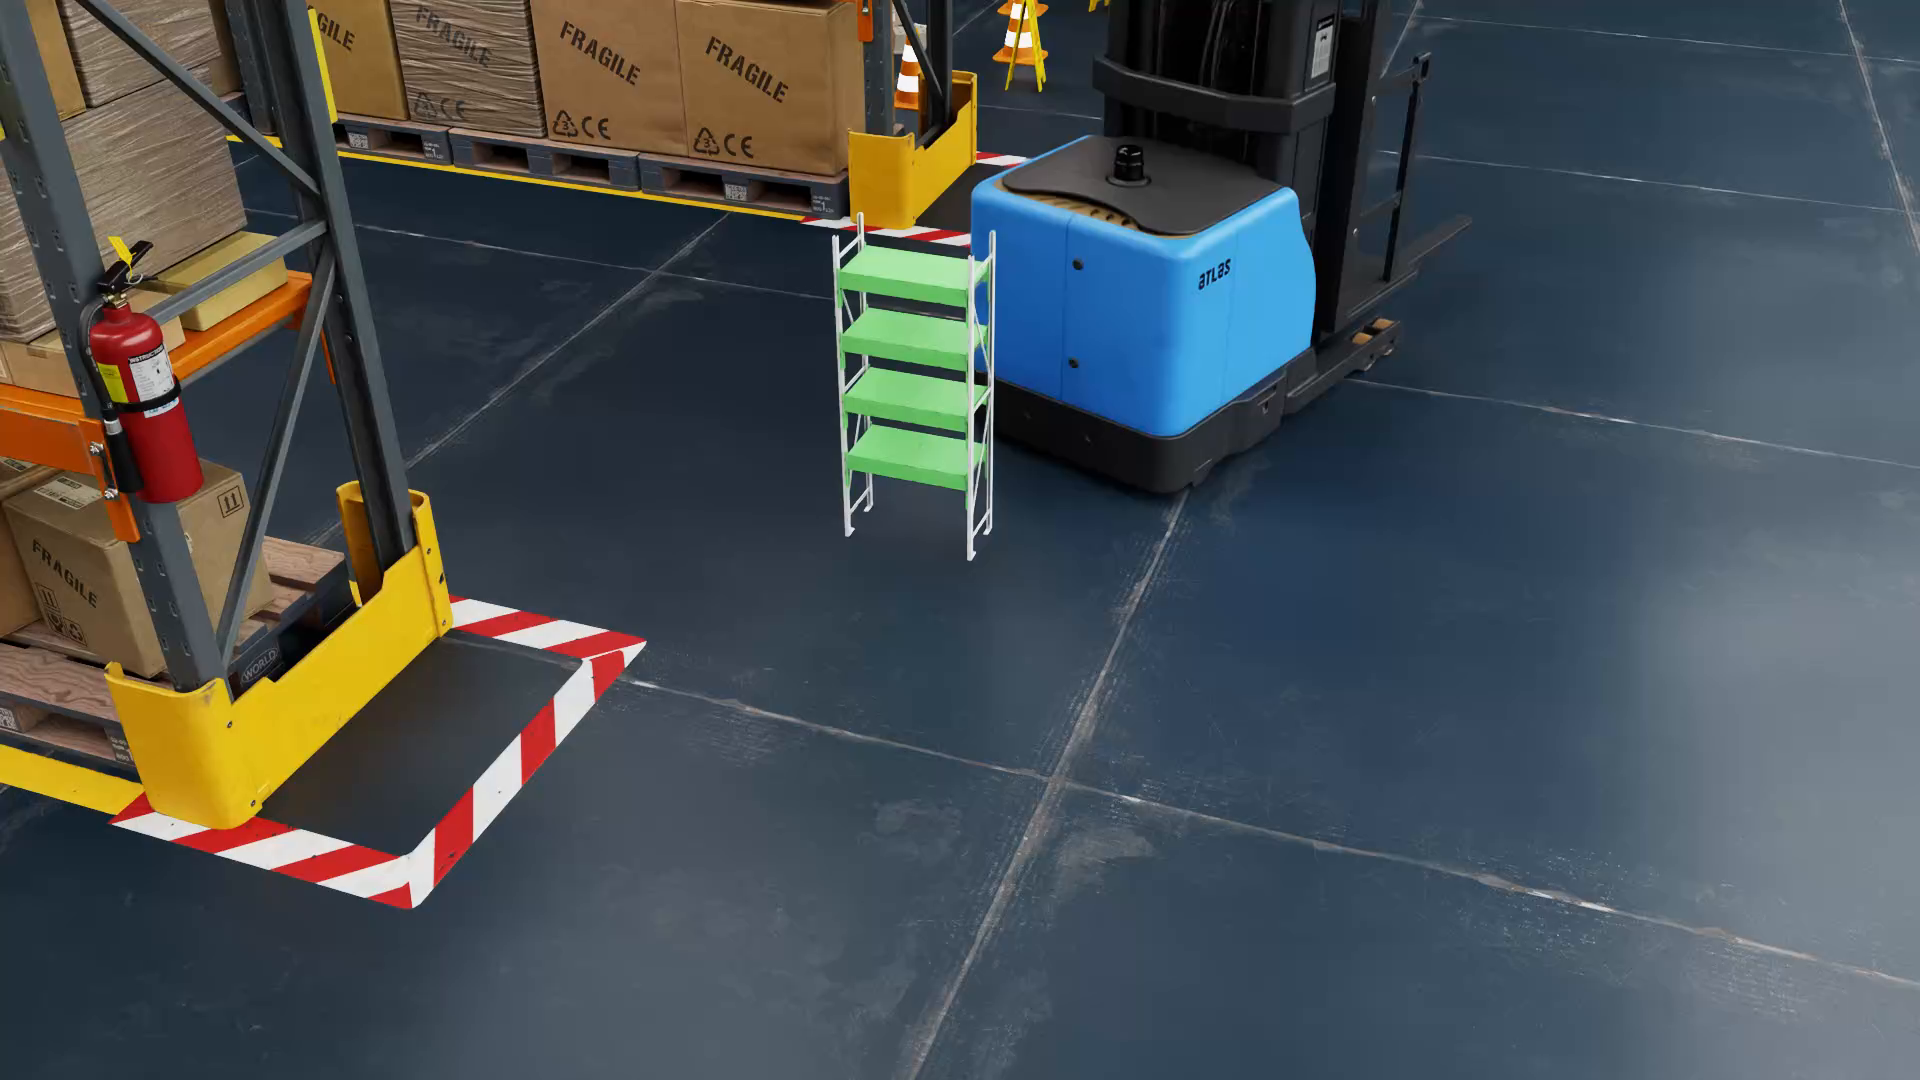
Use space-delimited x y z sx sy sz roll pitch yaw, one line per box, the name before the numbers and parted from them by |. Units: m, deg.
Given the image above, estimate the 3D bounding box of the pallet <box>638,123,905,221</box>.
pallet | -1.047 -2.157 9.396 1.213 0.211 1.003 11 34 16

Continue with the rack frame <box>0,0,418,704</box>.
rack frame | -2.036 -0.708 4.581 0.127 3.000 1.000 11 34 16

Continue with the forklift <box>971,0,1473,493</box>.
forklift | 1.353 -2.142 6.865 1.130 2.935 3.031 24 40 32

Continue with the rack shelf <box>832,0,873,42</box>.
rack shelf | -2.150 -3.286 9.237 4.000 0.370 1.077 11 34 16

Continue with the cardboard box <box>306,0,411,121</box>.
cardboard box | -3.465 -3.087 9.838 0.875 0.875 0.875 12 35 17

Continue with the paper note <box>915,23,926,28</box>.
paper note | -0.254 -3.677 11.918 0.142 0.019 0.148 0 33 0

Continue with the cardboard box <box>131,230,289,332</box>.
cardboard box | -2.224 -0.776 4.919 0.250 0.149 0.380 11 34 16

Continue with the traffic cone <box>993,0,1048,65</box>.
traffic cone | 0.413 -3.493 11.234 0.334 0.463 0.336 11 34 16

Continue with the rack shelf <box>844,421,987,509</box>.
rack shelf | -0.156 -0.279 6.136 0.480 0.148 0.258 11 34 16

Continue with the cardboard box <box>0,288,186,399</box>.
cardboard box | -2.374 -0.549 4.567 0.250 0.149 0.380 11 34 16

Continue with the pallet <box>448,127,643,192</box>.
pallet | -2.191 -2.381 9.743 1.213 0.211 1.003 11 34 16

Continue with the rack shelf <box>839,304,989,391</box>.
rack shelf | -0.156 -0.682 5.876 0.480 0.148 0.258 11 34 16

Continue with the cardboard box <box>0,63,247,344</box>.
cardboard box | -2.544 -0.990 4.651 0.500 0.500 0.875 11 34 16

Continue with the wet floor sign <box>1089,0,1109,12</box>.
wet floor sign | 1.125 -4.198 12.157 0.232 0.644 0.267 24 40 32

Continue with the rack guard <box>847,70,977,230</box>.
rack guard | -0.245 -2.168 9.146 0.348 0.500 1.175 11 34 16

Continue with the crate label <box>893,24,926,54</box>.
crate label | -0.348 -3.469 11.496 0.298 0.136 0.250 -6 33 -9

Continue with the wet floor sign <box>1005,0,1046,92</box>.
wet floor sign | 0.428 -3.239 10.671 0.232 0.644 0.267 5 33 8

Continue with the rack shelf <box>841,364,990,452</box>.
rack shelf | -0.156 -0.481 6.006 0.480 0.148 0.258 11 34 16

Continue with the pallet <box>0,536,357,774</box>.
pallet | -2.860 0.283 5.617 1.213 0.211 1.003 11 34 16

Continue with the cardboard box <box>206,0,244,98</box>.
cardboard box | -4.648 -3.253 10.210 0.750 0.750 1.050 11 34 16

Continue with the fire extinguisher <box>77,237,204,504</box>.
fire extinguisher | -2.084 -0.419 4.205 0.183 0.674 0.296 11 34 16

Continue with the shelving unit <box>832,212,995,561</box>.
shelving unit | -0.156 -0.534 5.971 0.503 1.200 0.258 11 34 16

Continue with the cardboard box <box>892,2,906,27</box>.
cardboard box | -0.607 -3.779 11.966 0.380 0.149 0.250 -25 40 -33

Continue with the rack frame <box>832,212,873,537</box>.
rack frame | -0.386 -0.579 6.041 0.015 1.200 0.240 11 34 16

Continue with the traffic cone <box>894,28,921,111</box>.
traffic cone | -0.288 -2.979 10.437 0.334 0.463 0.336 11 34 16

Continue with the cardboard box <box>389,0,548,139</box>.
cardboard box | -2.615 -2.924 9.585 0.875 0.875 0.875 11 35 17

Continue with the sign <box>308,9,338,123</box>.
sign | -1.853 -1.349 4.775 0.005 0.325 0.100 11 34 16

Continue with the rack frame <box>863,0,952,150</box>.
rack frame | -0.268 -3.222 8.475 0.127 3.000 1.000 11 34 16

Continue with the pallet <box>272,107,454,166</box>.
pallet | -3.344 -2.603 10.088 1.213 0.211 1.003 11 34 16

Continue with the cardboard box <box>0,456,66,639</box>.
cardboard box | -3.192 -0.049 5.478 0.500 0.500 0.500 21 38 29

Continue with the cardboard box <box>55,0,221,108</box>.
cardboard box | -2.462 -1.535 4.574 0.500 0.500 0.500 11 34 16

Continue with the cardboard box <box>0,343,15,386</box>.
cardboard box | -2.609 -0.595 4.638 0.250 0.149 0.380 11 34 16

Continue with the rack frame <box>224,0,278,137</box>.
rack frame | -4.033 -3.954 9.609 0.127 3.000 1.000 11 34 16

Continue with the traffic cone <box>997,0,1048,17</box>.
traffic cone | 0.467 -4.122 12.208 0.334 0.463 0.336 11 34 16

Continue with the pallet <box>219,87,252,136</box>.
pallet | -4.785 -2.885 10.524 1.213 0.211 1.003 11 34 16

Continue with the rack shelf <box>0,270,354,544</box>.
rack shelf | -3.919 -0.772 5.343 4.000 0.370 1.077 11 34 16

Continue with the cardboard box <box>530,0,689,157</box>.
cardboard box | -1.757 -2.756 9.325 0.875 0.875 0.875 10 34 16

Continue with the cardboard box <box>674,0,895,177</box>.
cardboard box | -0.928 -2.596 9.077 0.875 0.875 0.875 11 35 17

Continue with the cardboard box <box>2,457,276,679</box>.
cardboard box | -2.618 0.043 5.335 0.500 0.500 0.500 18 37 25

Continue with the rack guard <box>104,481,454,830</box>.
rack guard | -2.108 0.328 5.281 0.348 0.500 1.175 11 34 16

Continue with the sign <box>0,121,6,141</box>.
sign | -2.242 -1.047 3.748 0.005 0.325 0.100 11 34 16

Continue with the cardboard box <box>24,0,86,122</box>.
cardboard box | -2.637 -1.269 4.163 0.500 0.500 0.500 11 34 16

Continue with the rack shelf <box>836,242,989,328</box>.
rack shelf | -0.156 -0.884 5.746 0.480 0.148 0.258 11 34 16

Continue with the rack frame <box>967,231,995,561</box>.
rack frame | 0.074 -0.490 5.902 0.015 1.200 0.240 11 34 16
